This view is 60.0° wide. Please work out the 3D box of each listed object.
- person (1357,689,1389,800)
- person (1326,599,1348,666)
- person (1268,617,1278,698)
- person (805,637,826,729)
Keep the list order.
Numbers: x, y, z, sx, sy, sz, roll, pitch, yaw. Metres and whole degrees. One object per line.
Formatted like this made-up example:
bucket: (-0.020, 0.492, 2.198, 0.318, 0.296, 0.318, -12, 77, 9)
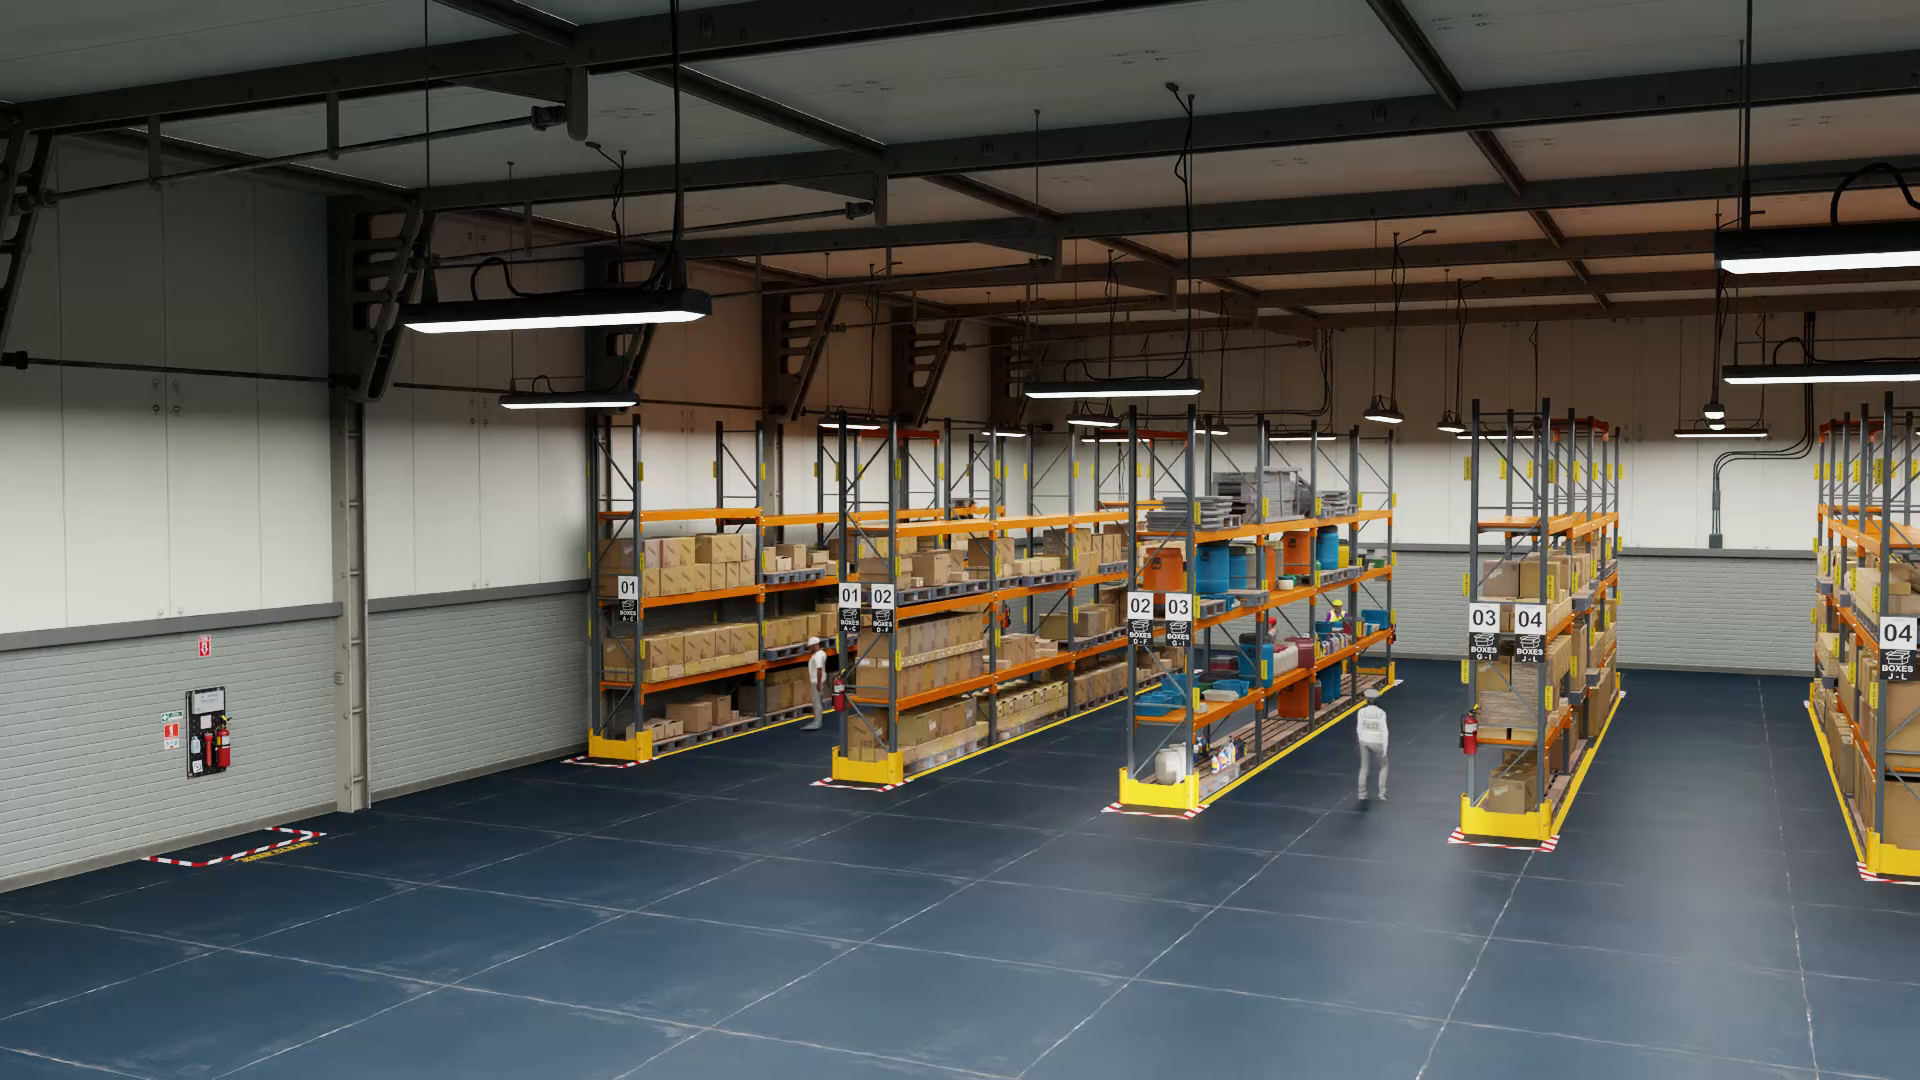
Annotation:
person: (6.297, 3.141, 25.300, 0.534, 1.749, 0.530, -2, 3, -41)
person: (9.564, 2.397, 42.130, 0.598, 1.776, 0.429, 1, 2, 15)
person: (6.848, 2.581, 36.855, 0.403, 1.785, 0.684, 0, 2, 8)
person: (-2.826, 2.779, 32.425, 0.431, 1.762, 0.624, 0, 2, 0)
